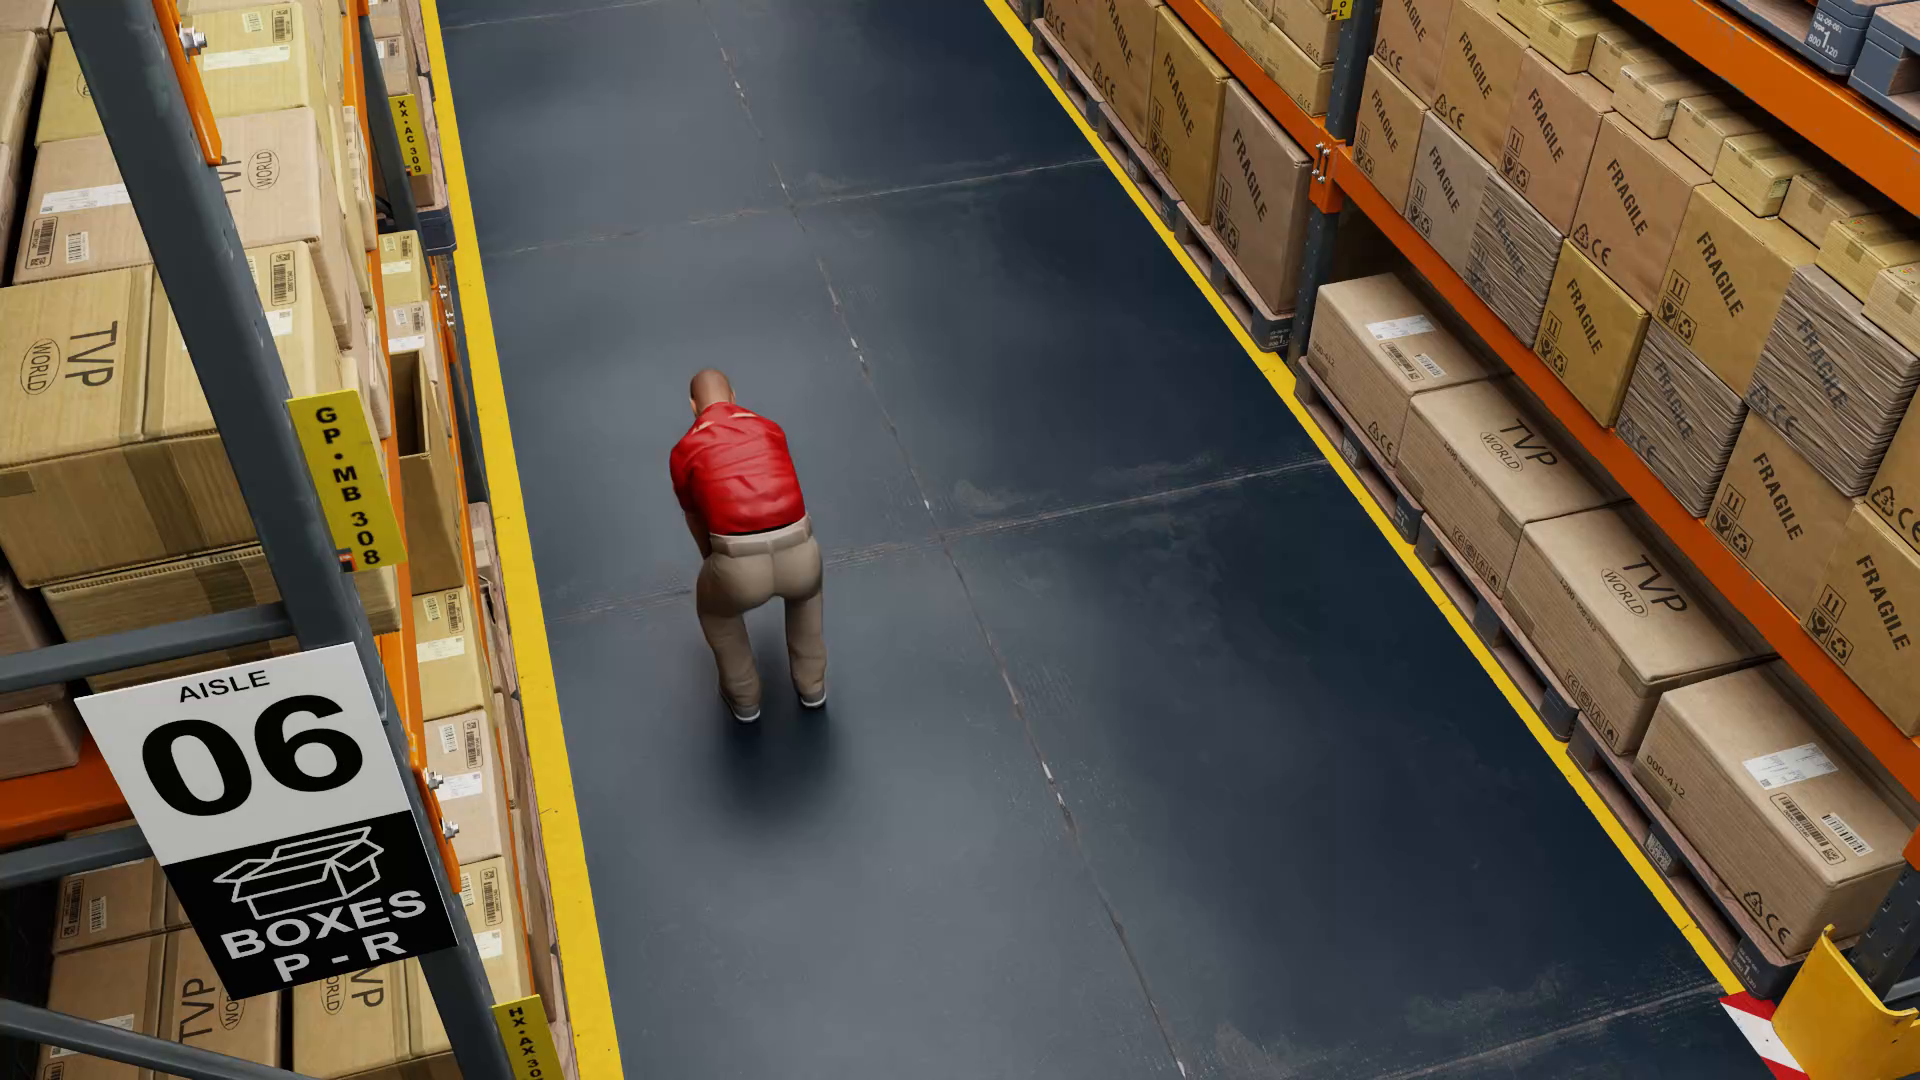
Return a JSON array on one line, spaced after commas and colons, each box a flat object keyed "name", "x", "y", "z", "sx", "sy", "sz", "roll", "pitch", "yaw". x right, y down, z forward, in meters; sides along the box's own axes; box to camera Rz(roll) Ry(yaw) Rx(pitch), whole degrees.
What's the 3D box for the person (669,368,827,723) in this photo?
[{"name": "person", "x": -0.823, "y": 0.039, "z": 6.514, "sx": 0.508, "sy": 1.213, "sz": 0.922, "roll": -13, "pitch": 44, "yaw": -15}]
